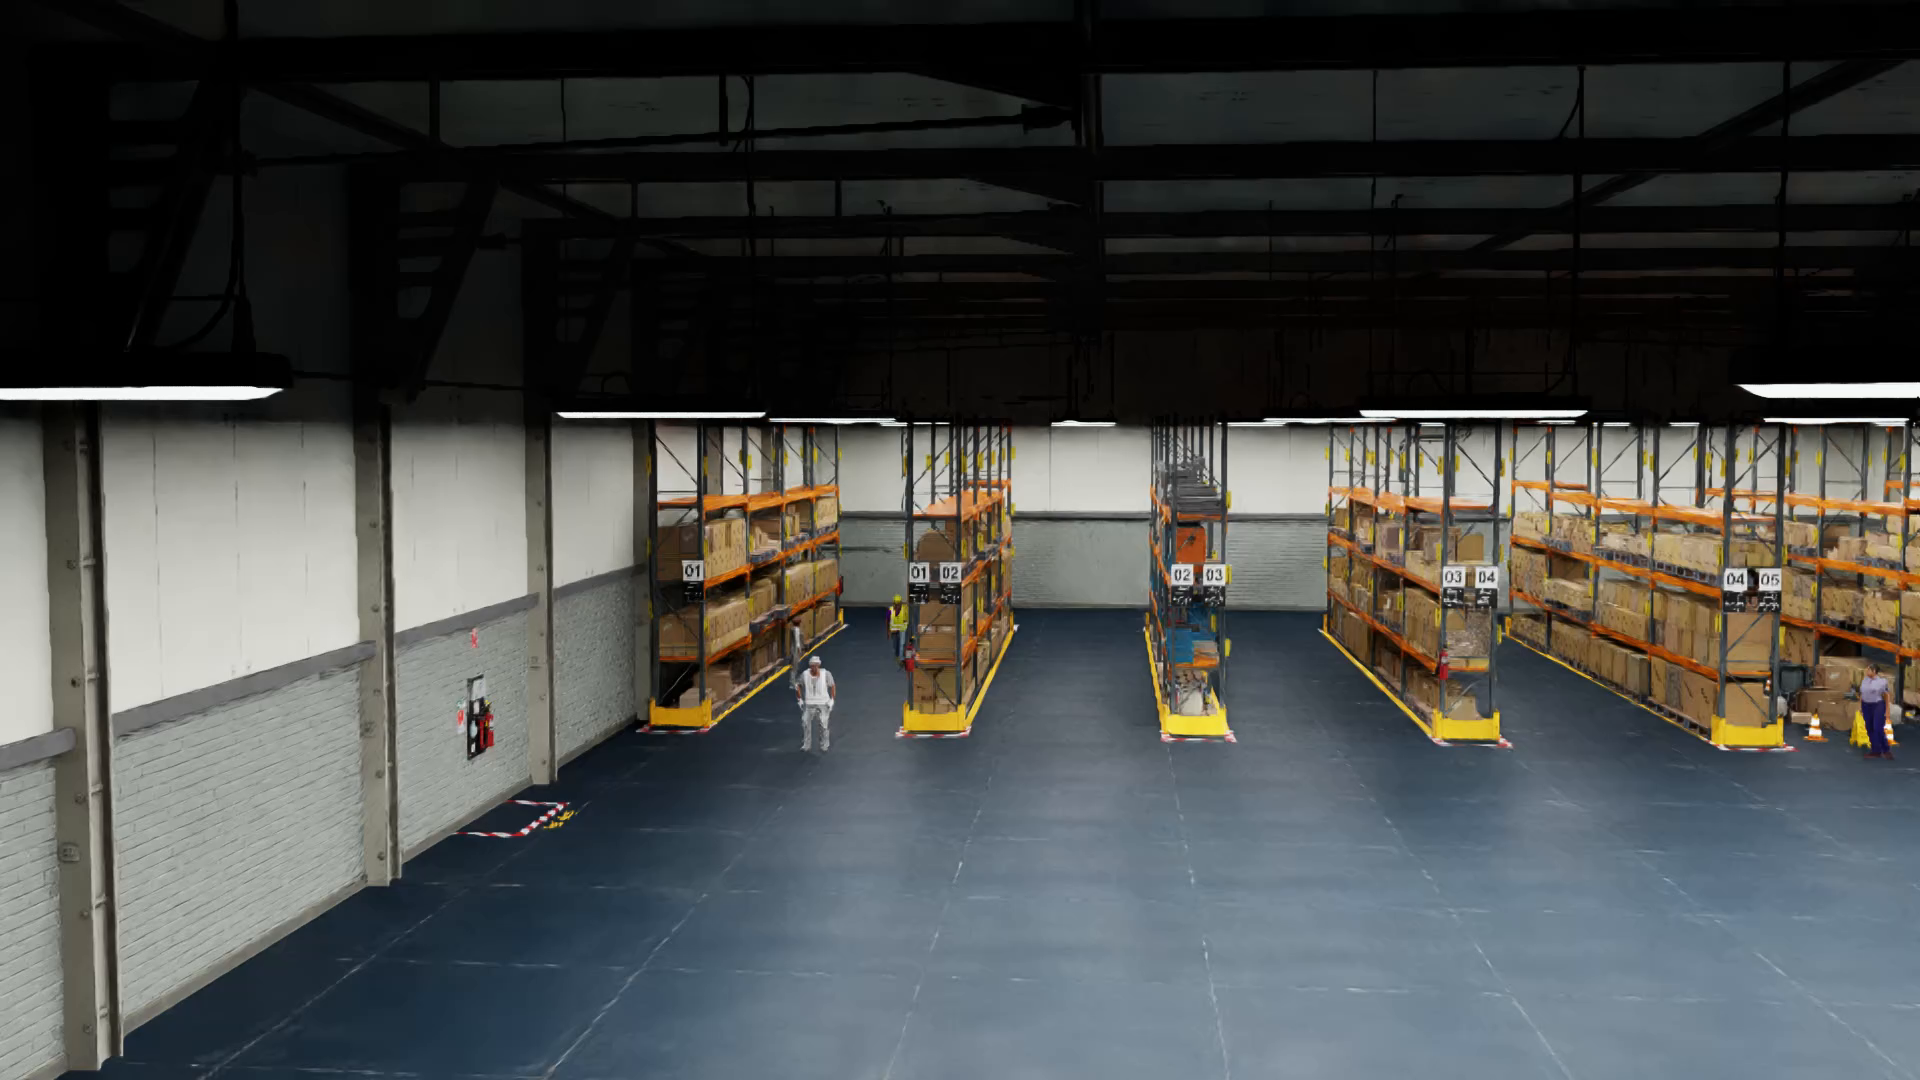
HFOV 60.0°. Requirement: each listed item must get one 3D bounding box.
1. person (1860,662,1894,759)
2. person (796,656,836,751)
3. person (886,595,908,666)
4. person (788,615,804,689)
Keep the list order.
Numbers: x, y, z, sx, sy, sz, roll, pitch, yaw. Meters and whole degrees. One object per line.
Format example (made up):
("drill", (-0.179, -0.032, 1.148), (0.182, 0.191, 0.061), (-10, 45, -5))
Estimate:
("person", (15.920, 2.952, 28.874), (0.408, 1.641, 0.602), (-2, 4, -24))
("person", (-2.550, 2.887, 29.370), (0.702, 1.735, 0.549), (0, 4, 4))
("person", (-1.513, 2.160, 40.237), (0.577, 1.691, 1.121), (0, 4, 7))
("person", (-3.571, 2.461, 36.491), (0.420, 1.589, 0.506), (-1, 4, -20))
